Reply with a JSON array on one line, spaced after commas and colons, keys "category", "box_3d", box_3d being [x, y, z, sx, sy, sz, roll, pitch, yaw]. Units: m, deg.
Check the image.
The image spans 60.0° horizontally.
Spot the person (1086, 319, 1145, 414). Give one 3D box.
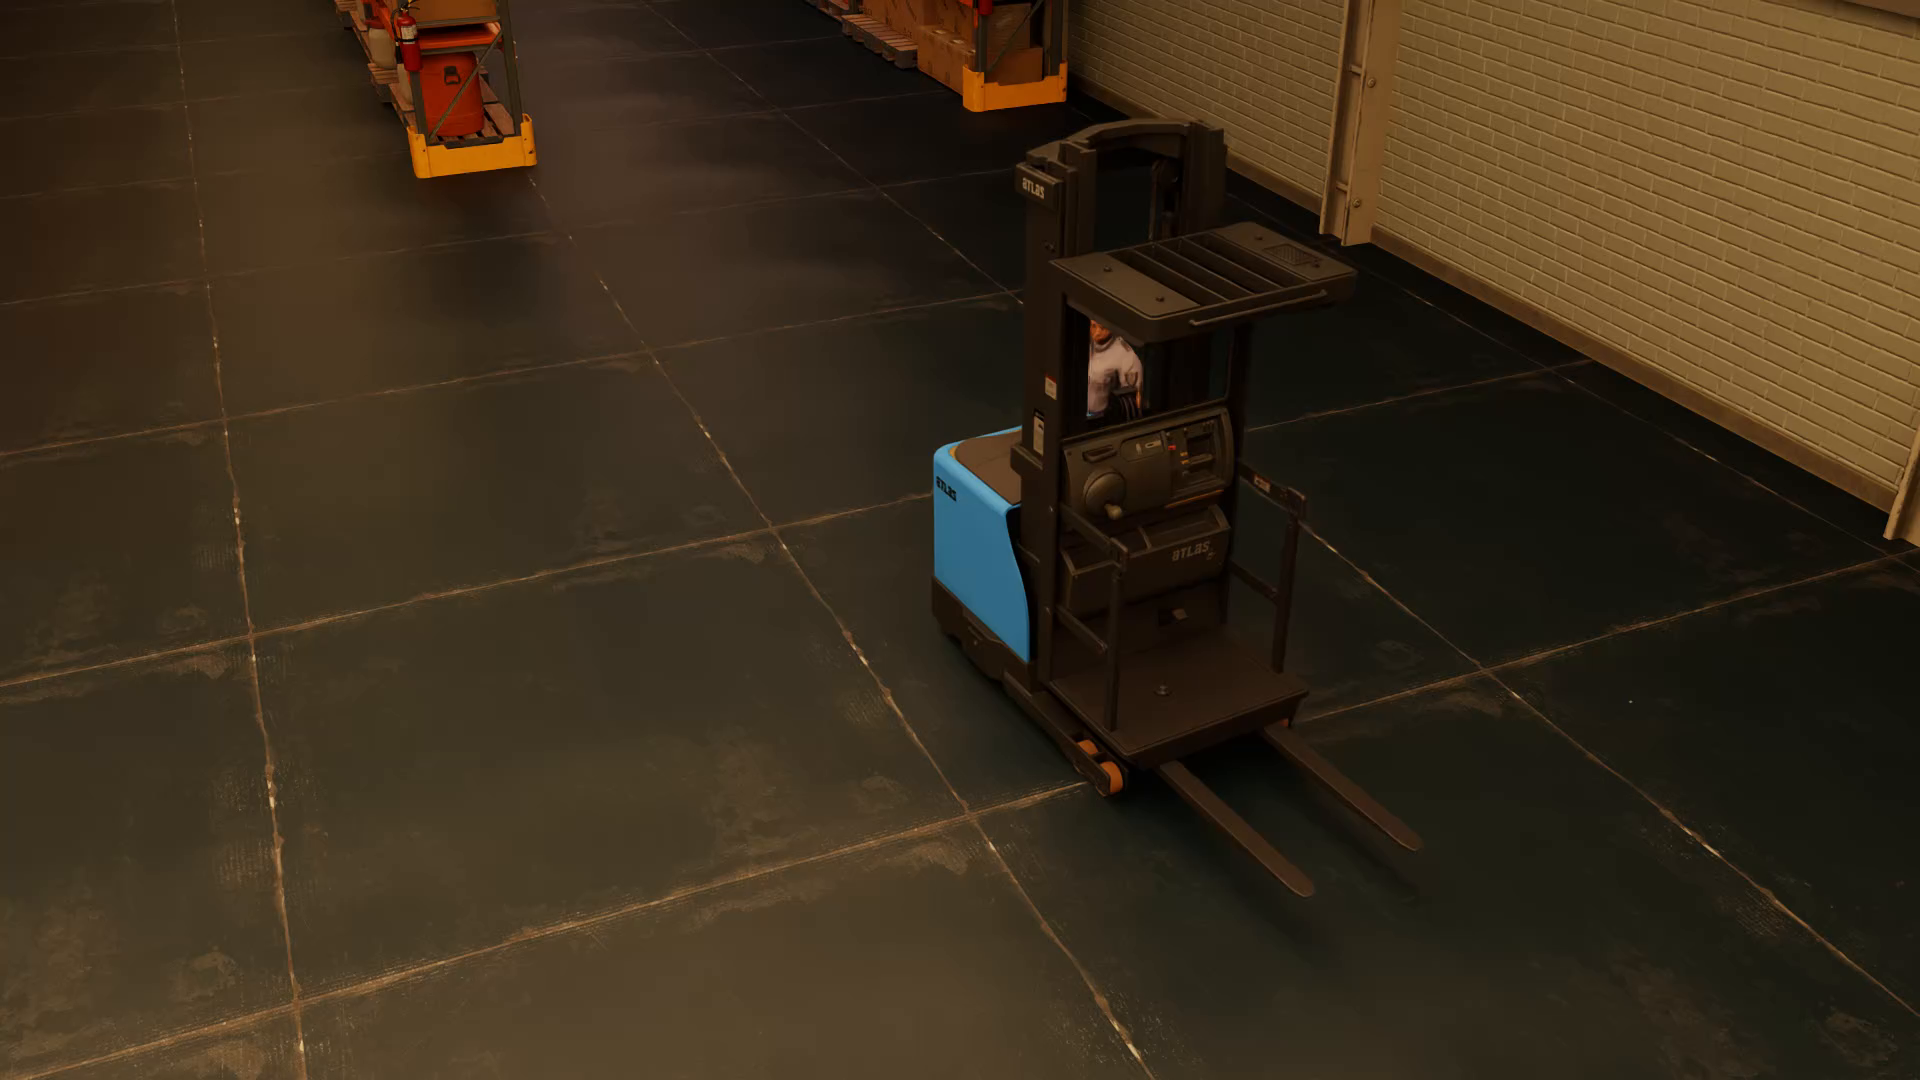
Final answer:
[{"category": "person", "box_3d": [0.741, -0.703, 9.696, 0.838, 1.543, 0.496, 25, 38, 37]}]

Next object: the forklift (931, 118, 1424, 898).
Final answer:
[{"category": "forklift", "box_3d": [1.003, -0.310, 7.662, 1.130, 2.935, 3.031, -16, 33, -25]}]
